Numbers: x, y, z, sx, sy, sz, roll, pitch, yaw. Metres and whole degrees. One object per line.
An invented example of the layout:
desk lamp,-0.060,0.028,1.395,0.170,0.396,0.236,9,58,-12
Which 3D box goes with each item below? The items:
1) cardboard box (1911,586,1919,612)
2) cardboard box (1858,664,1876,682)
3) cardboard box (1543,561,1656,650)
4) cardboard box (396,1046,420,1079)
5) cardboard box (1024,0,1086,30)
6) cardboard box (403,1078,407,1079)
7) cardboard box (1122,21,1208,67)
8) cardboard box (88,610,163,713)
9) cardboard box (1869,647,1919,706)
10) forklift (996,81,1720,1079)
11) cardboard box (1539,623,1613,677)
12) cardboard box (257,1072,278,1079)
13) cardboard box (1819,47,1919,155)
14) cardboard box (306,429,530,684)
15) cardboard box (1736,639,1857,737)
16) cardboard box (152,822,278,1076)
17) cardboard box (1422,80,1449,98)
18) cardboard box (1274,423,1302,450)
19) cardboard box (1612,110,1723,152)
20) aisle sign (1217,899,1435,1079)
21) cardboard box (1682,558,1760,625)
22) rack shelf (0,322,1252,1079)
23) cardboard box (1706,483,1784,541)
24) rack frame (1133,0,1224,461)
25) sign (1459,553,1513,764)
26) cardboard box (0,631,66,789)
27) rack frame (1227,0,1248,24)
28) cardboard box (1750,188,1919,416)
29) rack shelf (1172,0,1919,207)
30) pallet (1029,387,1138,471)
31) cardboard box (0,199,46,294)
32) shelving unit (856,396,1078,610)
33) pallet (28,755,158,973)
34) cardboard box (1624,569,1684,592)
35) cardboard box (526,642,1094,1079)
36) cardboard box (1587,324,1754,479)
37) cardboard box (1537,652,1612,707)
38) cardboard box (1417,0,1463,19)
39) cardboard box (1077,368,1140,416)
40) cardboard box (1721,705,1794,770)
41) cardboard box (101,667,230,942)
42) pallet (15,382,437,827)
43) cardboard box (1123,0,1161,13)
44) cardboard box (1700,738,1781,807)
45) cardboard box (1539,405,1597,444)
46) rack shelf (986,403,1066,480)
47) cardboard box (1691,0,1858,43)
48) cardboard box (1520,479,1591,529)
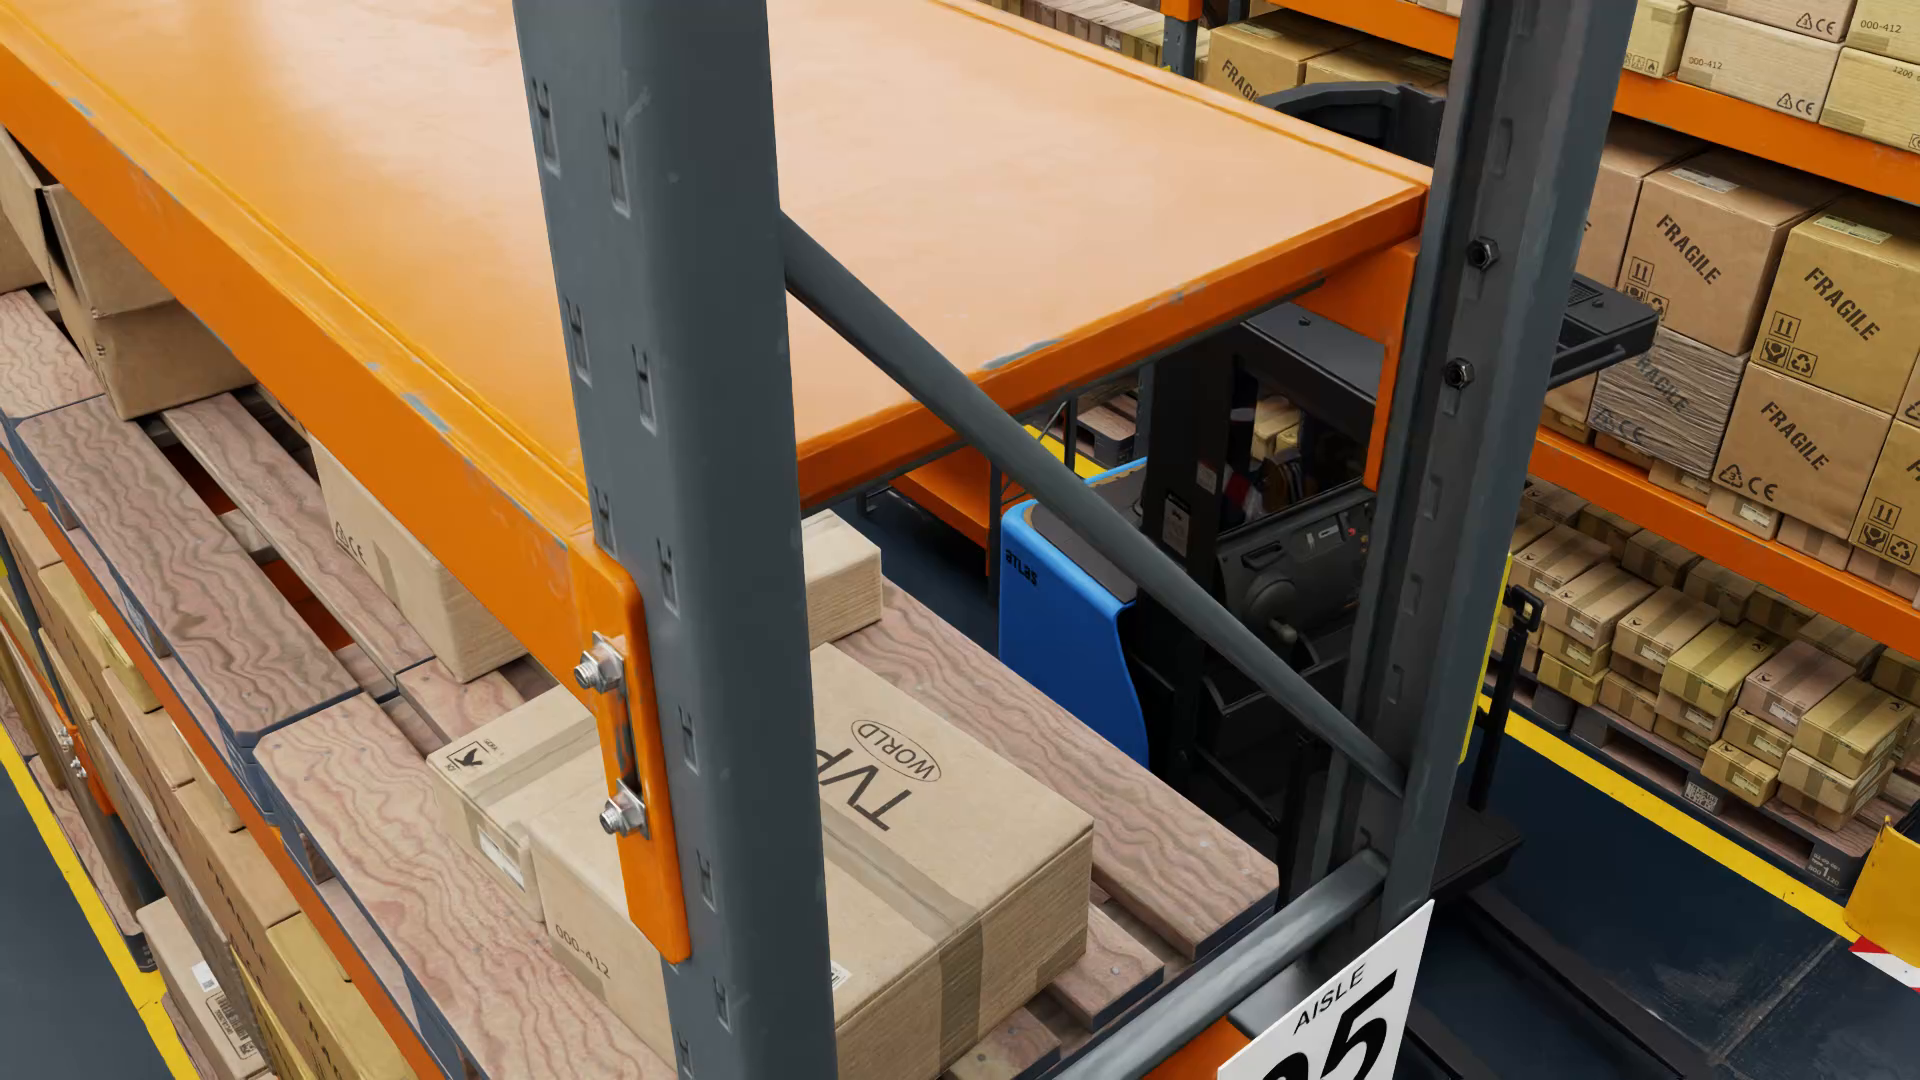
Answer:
cardboard box,3.466,0.156,5.651,0.380,0.149,0.250,-26,43,-32
cardboard box,3.616,0.494,6.803,0.380,0.149,0.250,-26,43,-32
cardboard box,2.640,0.267,6.866,0.380,0.149,0.250,-24,42,-30
cardboard box,-0.753,0.874,2.908,0.380,0.149,0.250,-25,42,-31
cardboard box,0.572,-2.901,9.090,0.380,0.149,0.250,-24,42,-30
cardboard box,-0.677,1.191,3.022,0.500,0.500,0.500,-26,43,-32
cardboard box,1.060,-2.566,8.617,0.380,0.149,0.250,-26,43,-31
cardboard box,-1.762,0.205,3.852,0.380,0.149,0.250,-27,44,-33
cardboard box,3.813,0.484,6.560,0.380,0.149,0.250,-28,44,-34
forklift,1.368,0.123,5.540,1.130,2.935,3.031,-21,40,-26
cardboard box,2.652,0.384,6.958,0.380,0.149,0.250,-25,42,-31
cardboard box,-1.504,1.804,4.961,0.875,0.438,0.875,-27,44,-33
cardboard box,3.061,-1.395,5.159,0.500,0.250,0.500,-26,43,-32
cardboard box,-0.752,-0.096,2.822,0.500,0.311,0.500,-25,42,-31
cardboard box,3.238,0.570,6.438,0.380,0.149,0.250,-25,42,-31
cardboard box,-1.665,0.927,4.259,0.500,0.500,0.500,-26,43,-32
cardboard box,2.063,-1.496,6.559,0.500,0.500,0.500,-25,42,-31
cardboard box,1.708,-0.458,7.890,0.380,0.149,0.250,-27,43,-32
cardboard box,2.824,-1.457,6.503,0.500,0.500,0.500,-28,44,-33
aisle sign,0.444,0.846,2.211,0.394,0.787,0.004,-26,43,-32
cardboard box,3.255,0.169,7.004,0.380,0.149,0.250,-28,44,-34
rack shelf,-1.115,0.170,3.442,1.077,0.370,4.000,-26,43,-32
cardboard box,2.978,-0.176,6.121,0.380,0.149,0.250,-25,42,-31
rack frame,1.311,-1.674,8.018,1.000,3.000,0.127,-26,43,-32
sign,0.603,0.166,2.000,0.100,0.325,0.005,-26,43,-32
cardboard box,-3.456,0.273,6.744,0.875,0.875,0.875,-25,42,-31
rack frame,2.583,-5.245,13.060,1.000,3.000,0.127,-26,43,-32
cardboard box,3.080,-0.811,5.590,0.500,0.500,0.500,-28,44,-33
rack shelf,2.601,-1.721,6.112,1.077,0.370,4.000,-26,43,-32
pallet,0.807,-0.879,9.308,1.003,0.211,1.213,-26,43,-32
cardboard box,-2.186,-0.922,3.824,0.500,0.500,0.500,-25,42,-31
shelving unit,0.004,-0.456,7.921,0.538,1.125,1.048,-26,43,-32
pallet,-2.961,1.043,6.595,1.003,0.211,1.213,-26,43,-32
cardboard box,3.064,0.184,7.241,0.380,0.149,0.250,-28,44,-34
cardboard box,-0.183,0.443,2.113,0.500,0.250,0.500,30,45,35
cardboard box,2.742,-0.622,6.189,0.500,0.500,0.500,-26,43,-32
cardboard box,2.663,0.512,7.035,0.380,0.149,0.250,-28,44,-34
cardboard box,2.059,-2.079,6.124,0.500,0.250,0.500,-24,42,-30
cardboard box,0.640,-1.058,8.947,0.500,0.500,0.500,-27,43,-33
cardboard box,3.206,0.701,6.511,0.380,0.149,0.250,-27,43,-33
cardboard box,-1.640,0.525,3.962,0.500,0.500,0.500,-25,42,-31
pallet,-1.103,-0.067,3.231,1.003,0.211,1.213,-26,43,-32
cardboard box,1.768,-4.933,14.402,0.700,0.500,0.500,-30,45,-35
cardboard box,3.150,0.854,6.552,0.380,0.149,0.250,-25,42,-30
cardboard box,2.518,-0.556,6.657,0.380,0.149,0.250,-25,42,-31
rack shelf,0.004,-0.695,7.752,0.538,0.278,1.000,-26,43,-32
cardboard box,2.741,-1.835,5.348,0.500,0.250,0.500,-25,42,-31
cardboard box,2.714,-0.165,7.477,0.380,0.149,0.250,-26,43,-32
